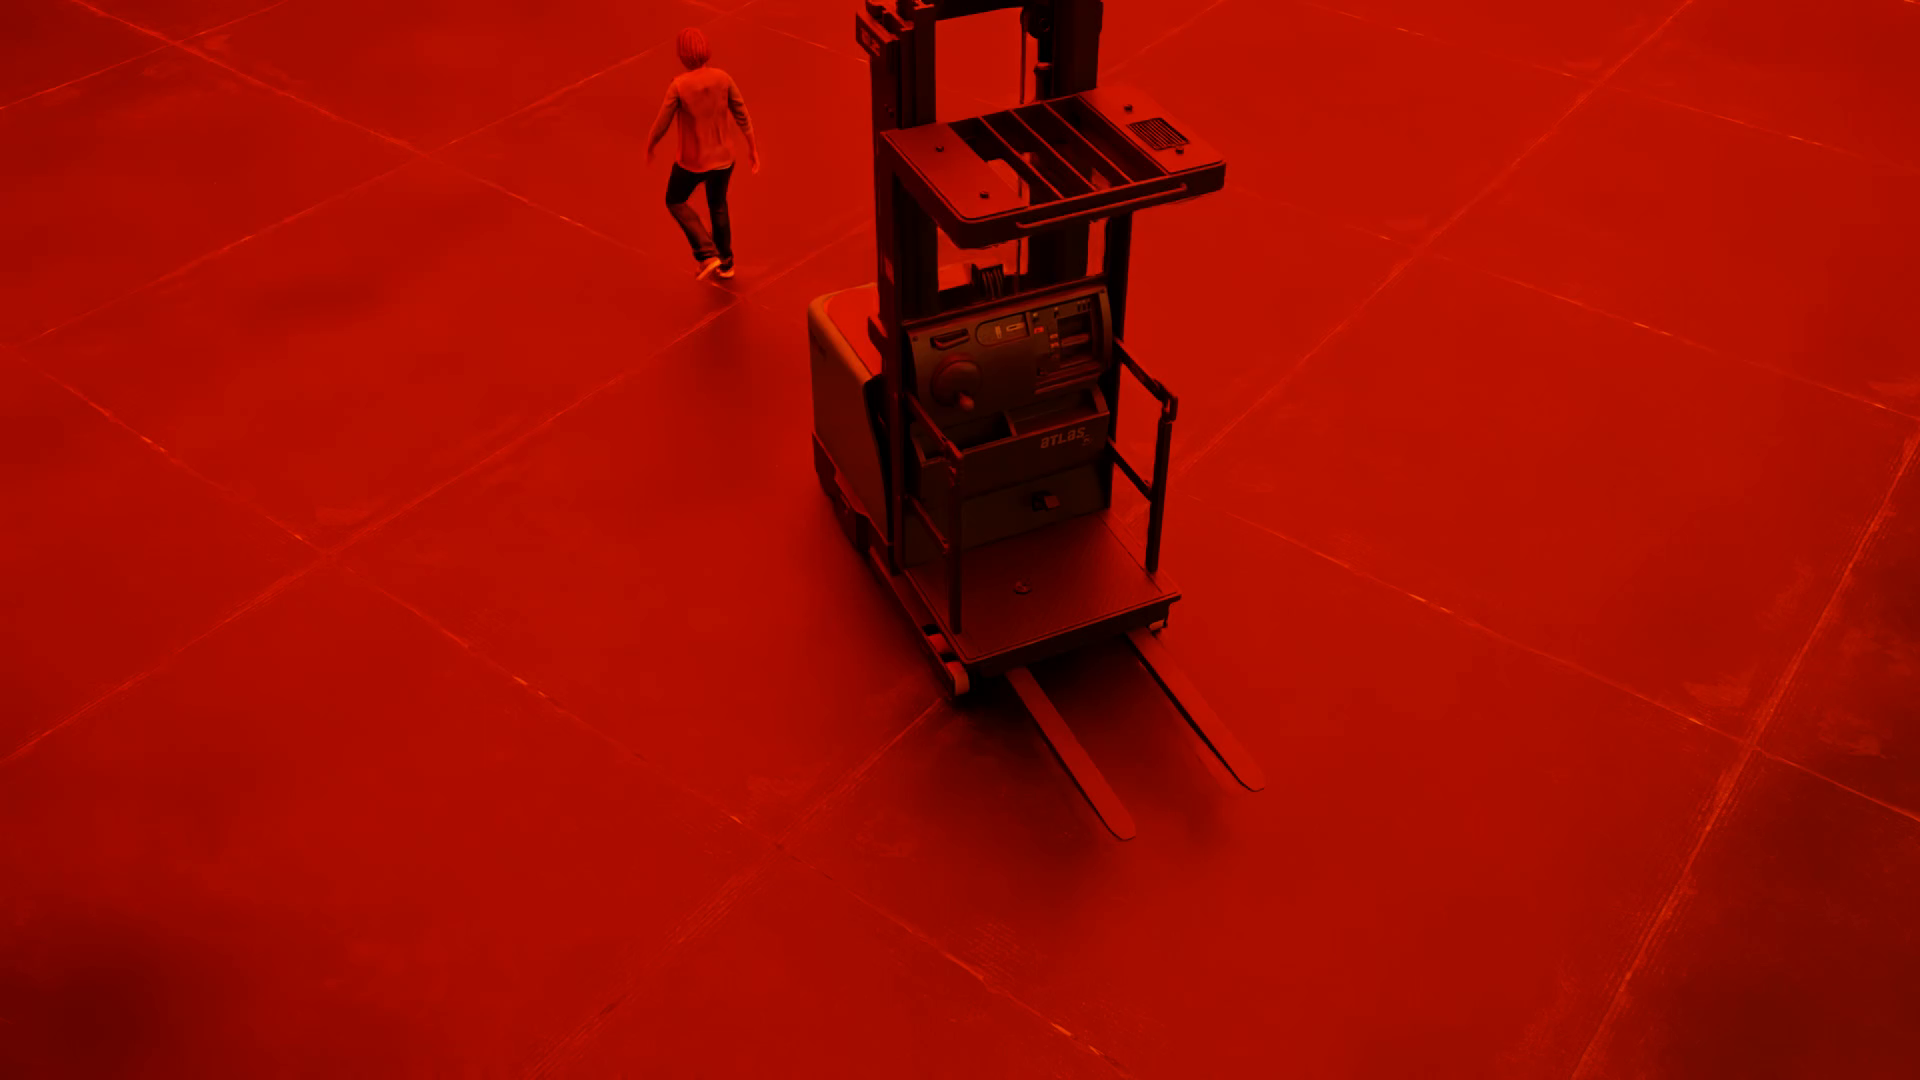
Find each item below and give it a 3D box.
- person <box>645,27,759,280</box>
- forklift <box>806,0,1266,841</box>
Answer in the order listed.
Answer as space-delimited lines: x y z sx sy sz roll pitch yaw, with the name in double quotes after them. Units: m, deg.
-1.488 -2.212 9.716 0.600 1.579 0.443 -23 46 -25 "person"
0.315 -0.735 6.936 1.130 2.935 3.031 -17 43 -19 "forklift"
